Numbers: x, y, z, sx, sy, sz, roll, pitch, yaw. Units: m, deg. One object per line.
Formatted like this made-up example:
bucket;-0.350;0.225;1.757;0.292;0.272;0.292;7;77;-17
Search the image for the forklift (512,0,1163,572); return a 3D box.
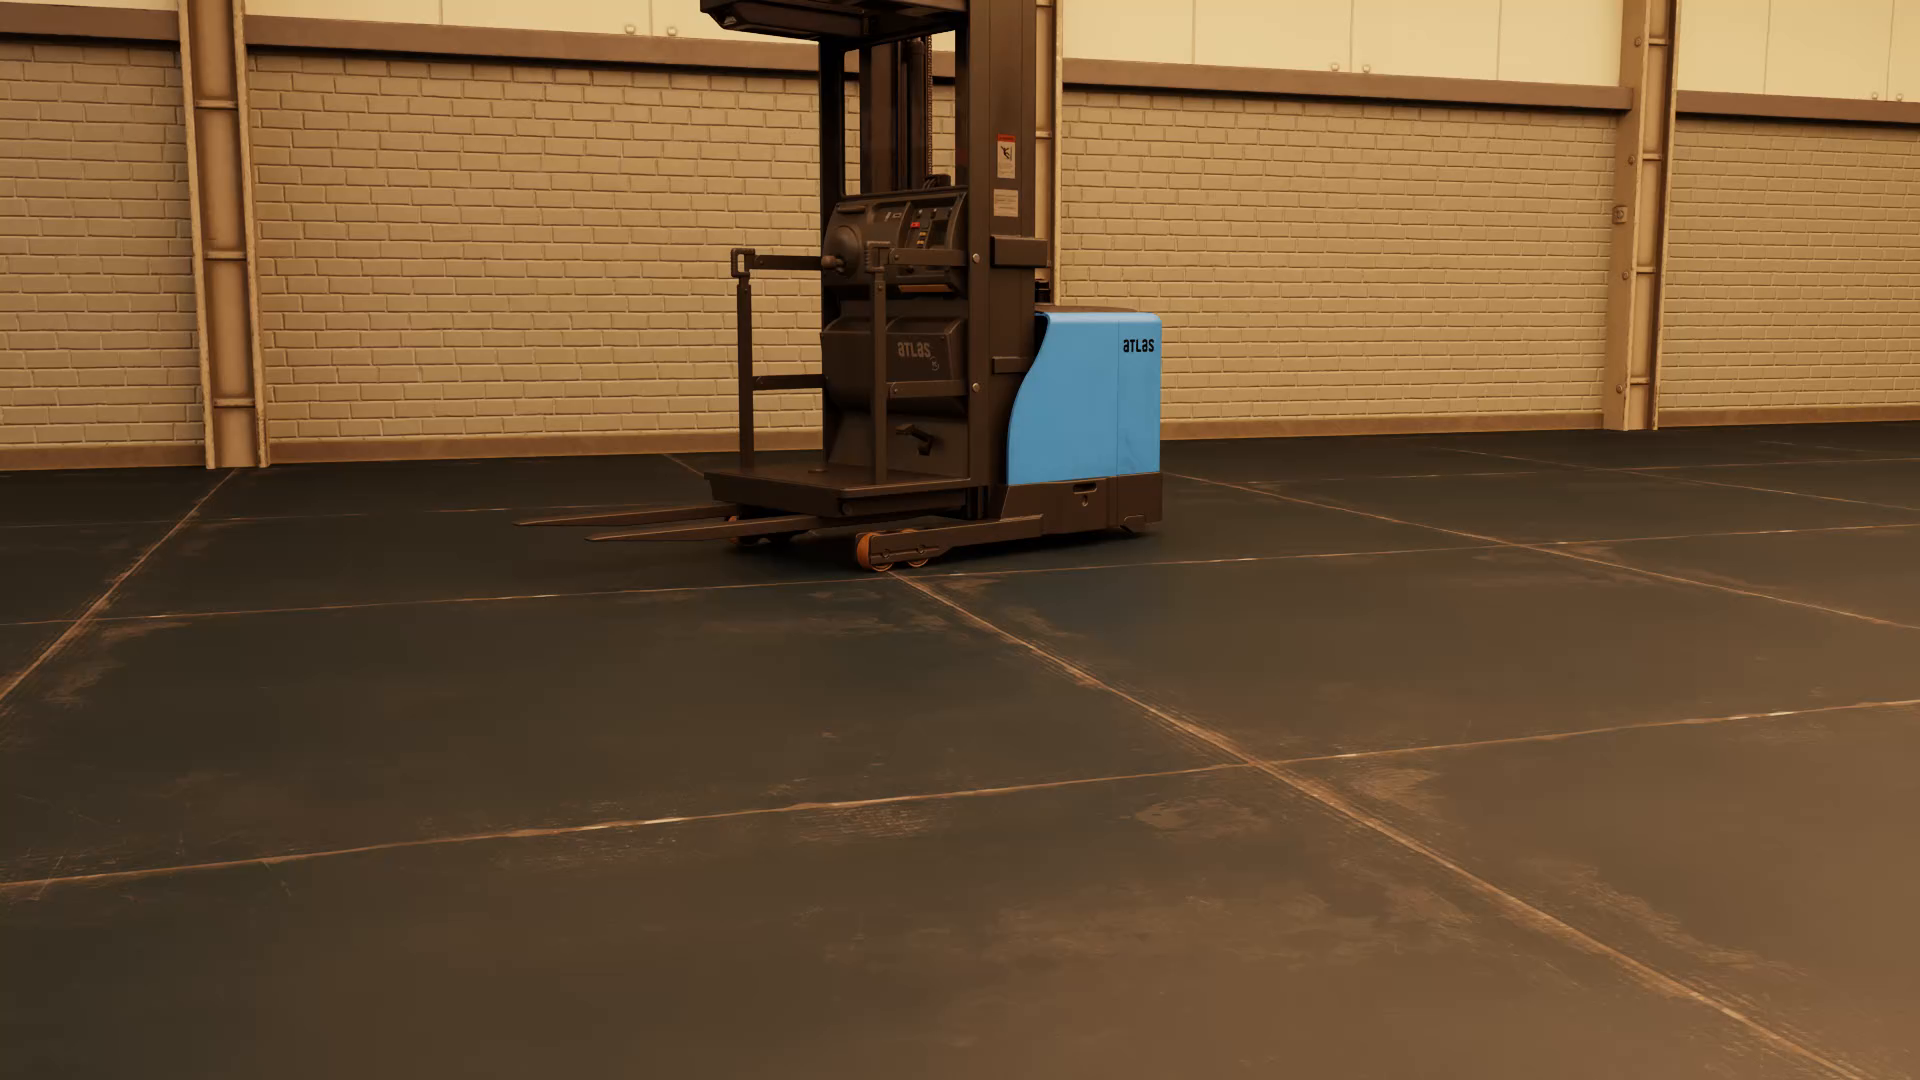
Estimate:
forklift;-0.461;-1.399;7.333;3.031;2.935;1.130;-7;10;-40
